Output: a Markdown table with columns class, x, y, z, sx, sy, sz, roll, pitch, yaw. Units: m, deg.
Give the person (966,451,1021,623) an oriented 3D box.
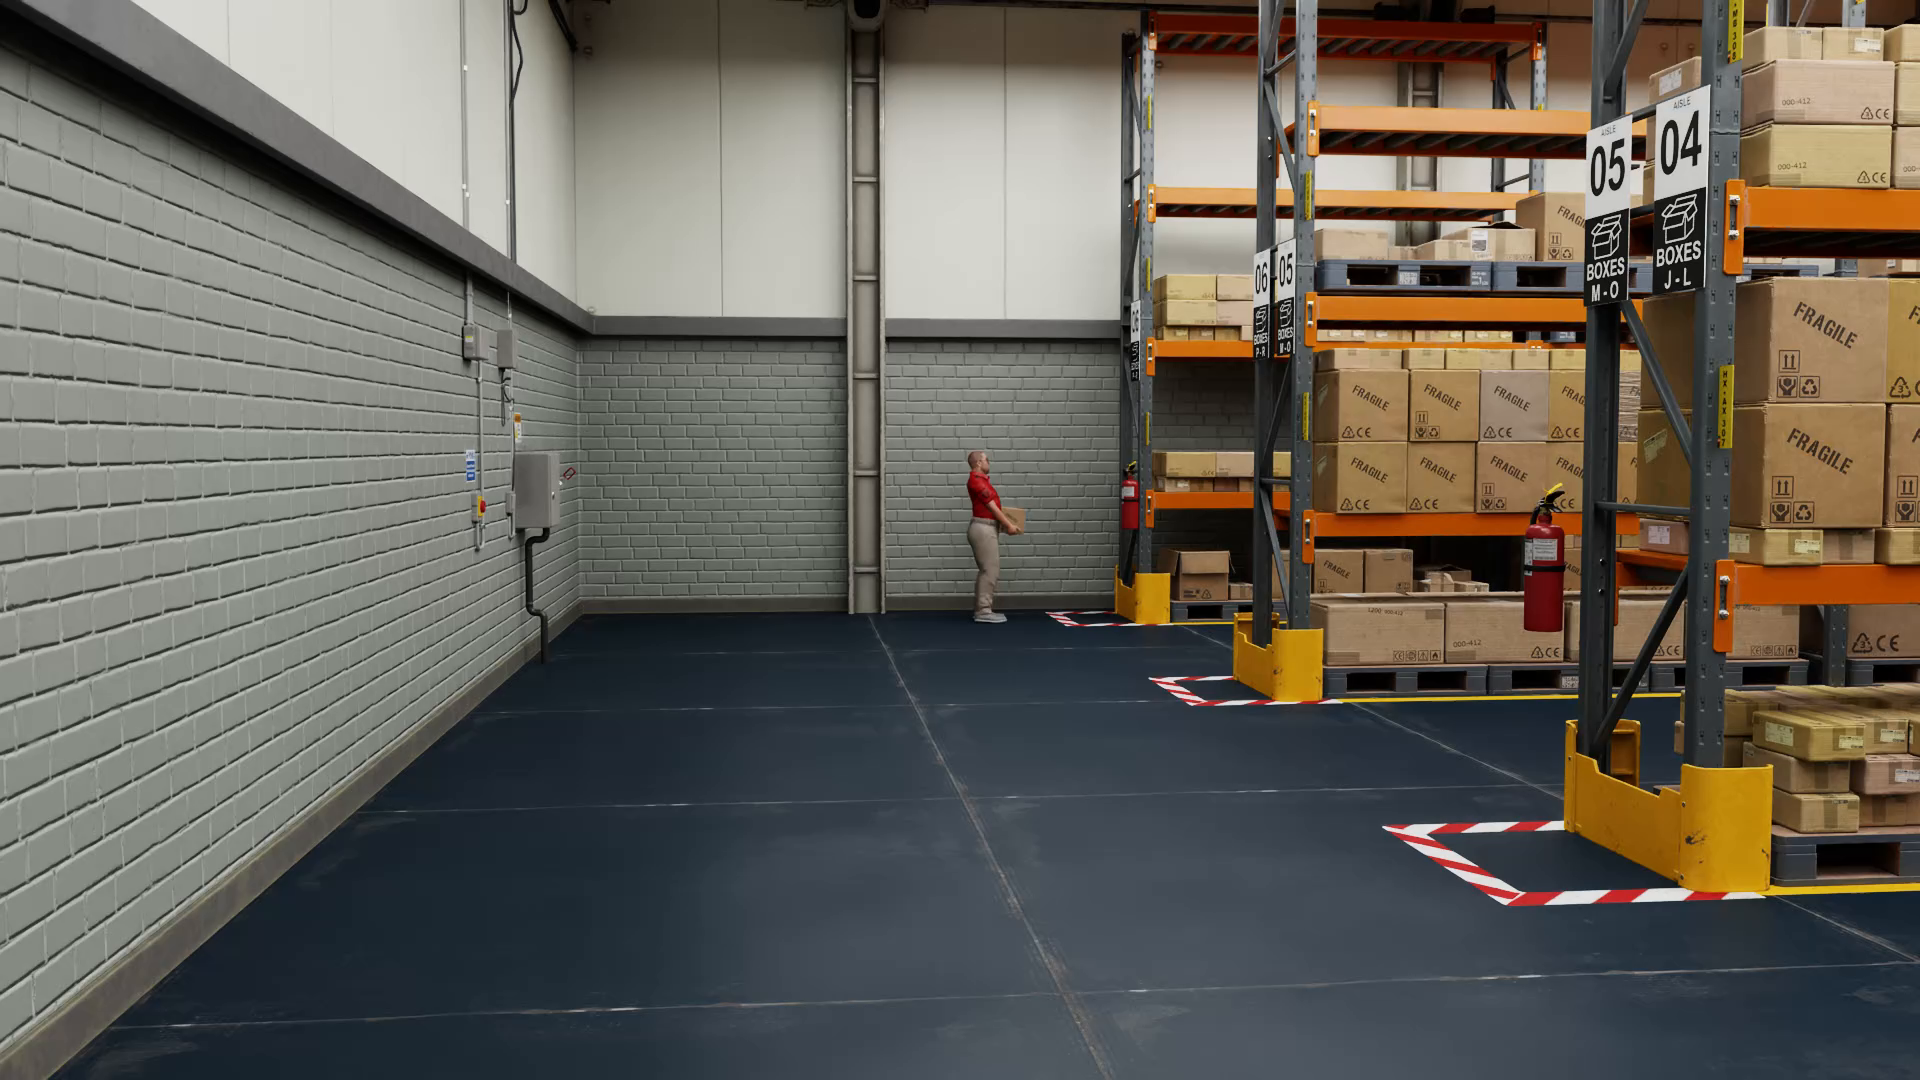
| class | x | y | z | sx | sy | sz | roll | pitch | yaw |
| --- | --- | --- | --- | --- | --- | --- | --- | --- | --- |
| person | 0.333 | -0.039 | 16.691 | 0.530 | 1.712 | 0.493 | 0 | 3 | -6 |
